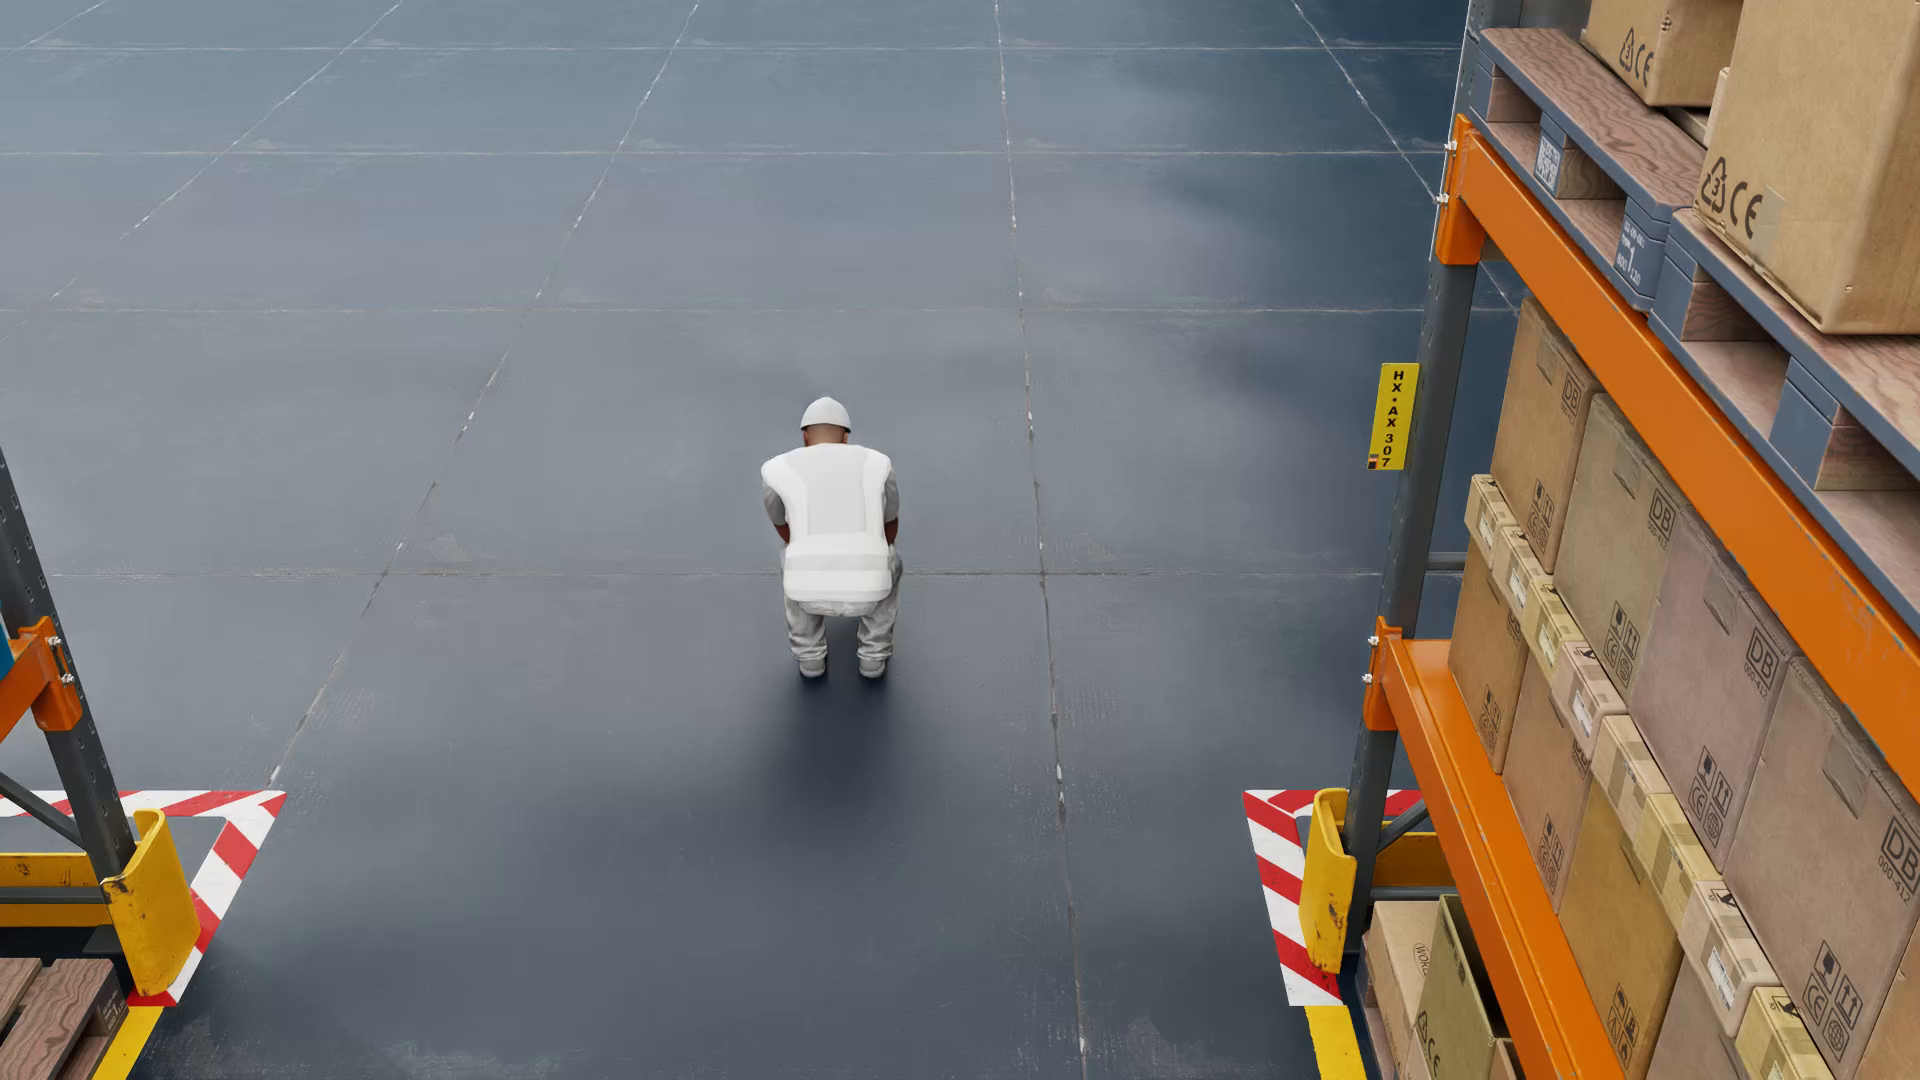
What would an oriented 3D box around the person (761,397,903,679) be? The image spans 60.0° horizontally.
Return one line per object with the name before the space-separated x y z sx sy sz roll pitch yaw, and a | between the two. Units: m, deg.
person | -0.524 0.006 6.861 0.578 1.005 0.918 0 31 1
